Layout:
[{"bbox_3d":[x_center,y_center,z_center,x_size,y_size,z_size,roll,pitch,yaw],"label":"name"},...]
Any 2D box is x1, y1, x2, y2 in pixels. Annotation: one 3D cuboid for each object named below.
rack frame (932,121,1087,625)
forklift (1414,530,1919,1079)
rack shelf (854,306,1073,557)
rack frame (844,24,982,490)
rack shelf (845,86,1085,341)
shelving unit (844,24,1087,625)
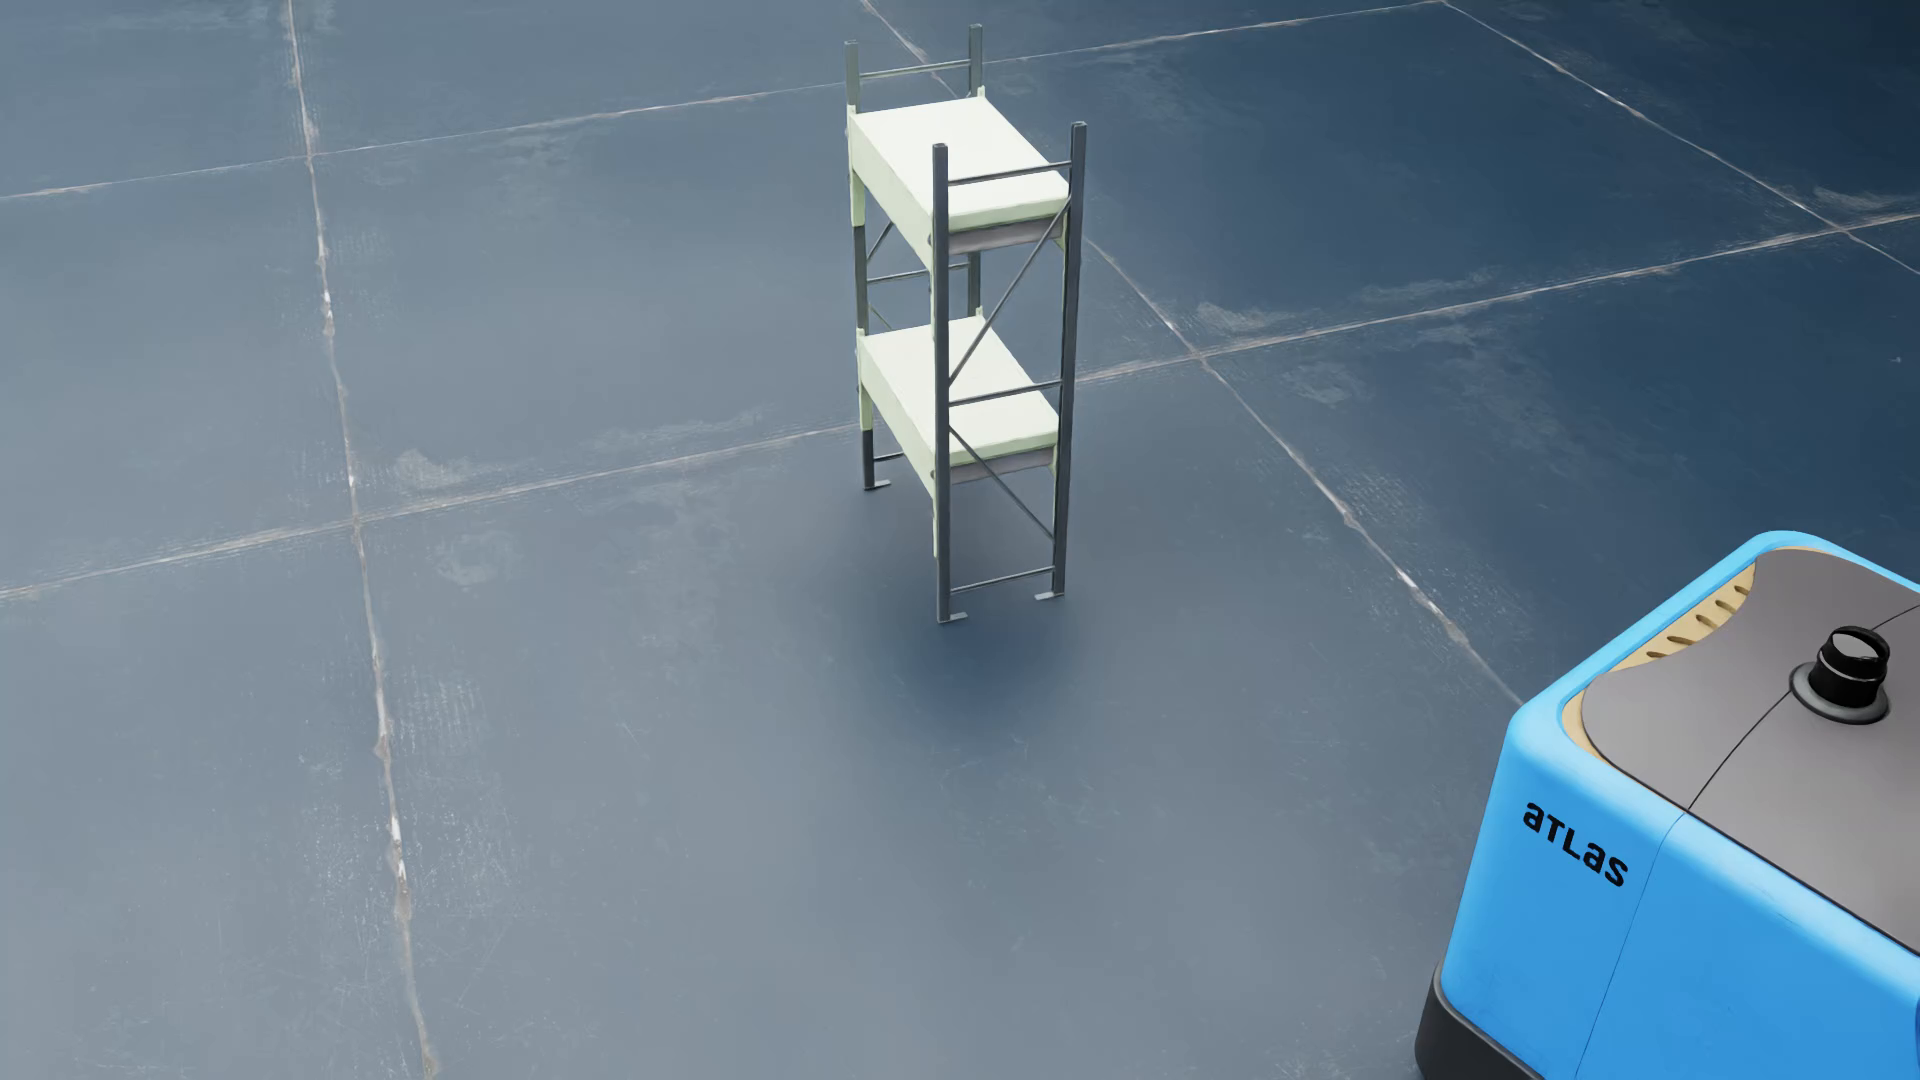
[{"bbox_3d":[0.124,-0.396,4.529,0.400,1.500,0.023,-12,39,-16],"label":"rack frame"},{"bbox_3d":[2.321,0.509,2.139,1.130,2.935,3.031,-27,44,-31],"label":"forklift"},{"bbox_3d":[-0.002,-0.342,5.000,0.431,0.370,0.720,-12,39,-16],"label":"rack shelf"},{"bbox_3d":[-0.128,-0.810,5.078,0.400,1.500,0.023,-12,39,-16],"label":"rack frame"},{"bbox_3d":[-0.002,-0.915,4.569,0.431,0.370,0.720,-12,39,-16],"label":"rack shelf"},{"bbox_3d":[-0.002,-0.603,4.804,0.431,1.500,0.755,-12,39,-16],"label":"shelving unit"}]
